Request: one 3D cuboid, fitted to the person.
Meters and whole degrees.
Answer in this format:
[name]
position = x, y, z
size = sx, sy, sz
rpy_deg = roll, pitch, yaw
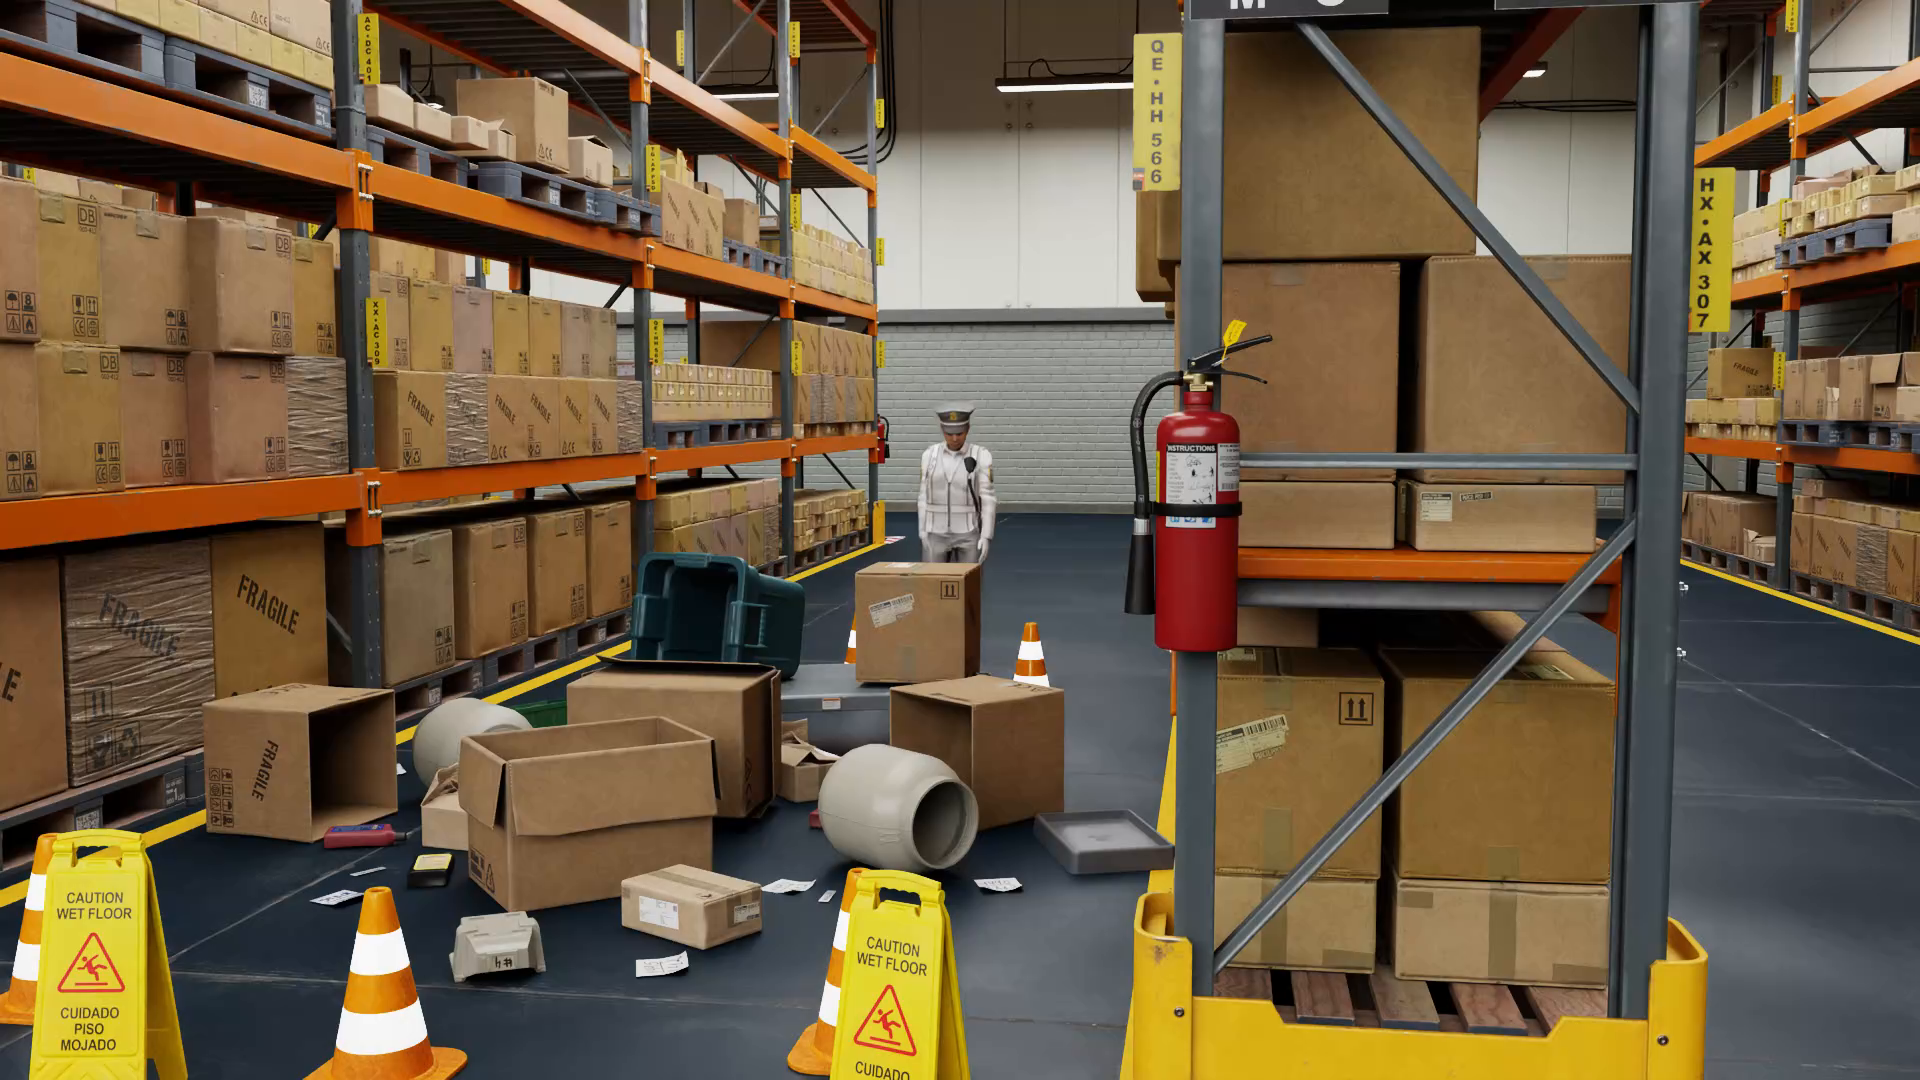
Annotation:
[person]
position = -0.021, 0.012, 9.872
size = 0.482, 1.654, 0.366
rpy_deg = 1, 5, 10
